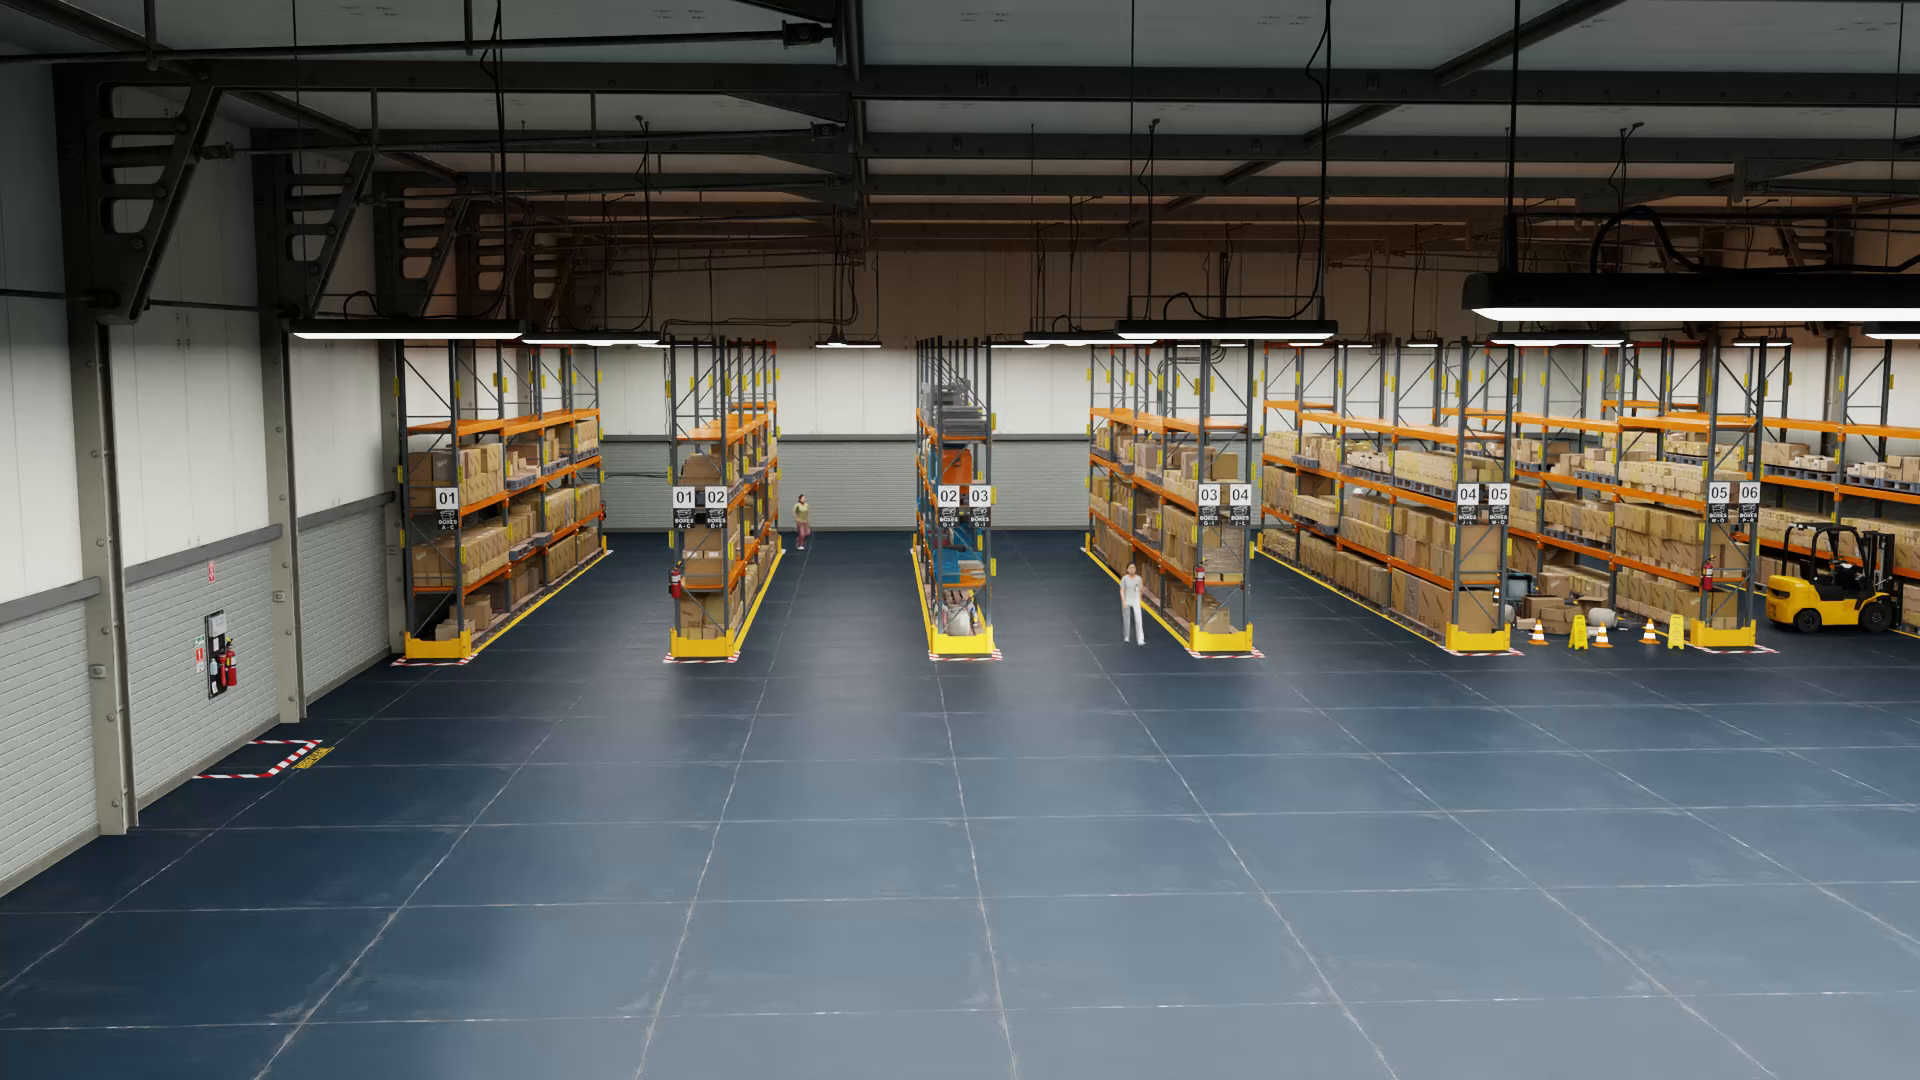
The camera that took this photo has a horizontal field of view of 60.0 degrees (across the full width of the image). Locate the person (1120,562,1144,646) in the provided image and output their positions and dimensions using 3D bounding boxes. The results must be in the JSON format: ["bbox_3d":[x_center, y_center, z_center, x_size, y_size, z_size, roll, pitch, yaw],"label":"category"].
[{"bbox_3d":[3.348,1.237,32.323,0.481,1.612,1.031,1,7,7],"label":"person"}]

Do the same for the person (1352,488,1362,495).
[{"bbox_3d":[11.595,-0.655,48.466,1.028,1.705,0.511,2,7,18],"label":"person"}]

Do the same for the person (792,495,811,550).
[{"bbox_3d":[-4.575,-0.522,48.017,0.610,1.601,0.528,-5,8,-38],"label":"person"}]
